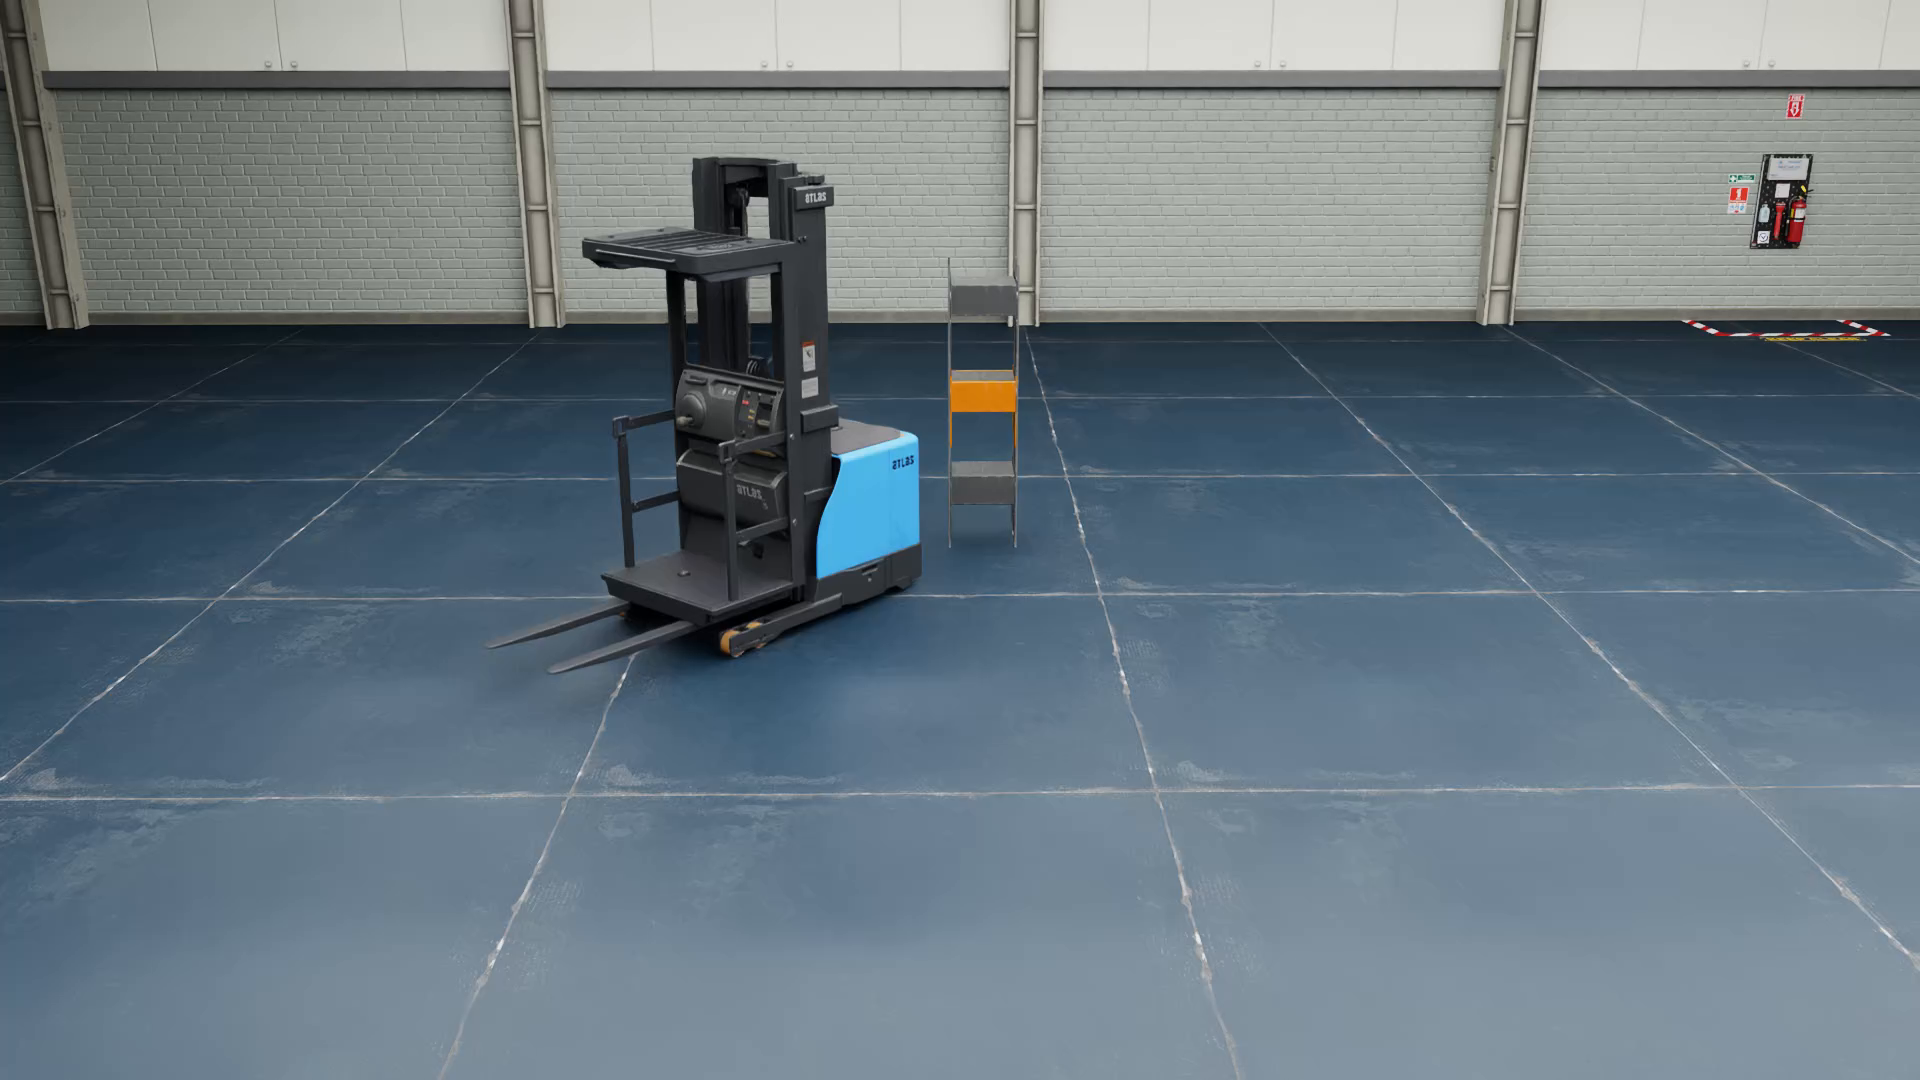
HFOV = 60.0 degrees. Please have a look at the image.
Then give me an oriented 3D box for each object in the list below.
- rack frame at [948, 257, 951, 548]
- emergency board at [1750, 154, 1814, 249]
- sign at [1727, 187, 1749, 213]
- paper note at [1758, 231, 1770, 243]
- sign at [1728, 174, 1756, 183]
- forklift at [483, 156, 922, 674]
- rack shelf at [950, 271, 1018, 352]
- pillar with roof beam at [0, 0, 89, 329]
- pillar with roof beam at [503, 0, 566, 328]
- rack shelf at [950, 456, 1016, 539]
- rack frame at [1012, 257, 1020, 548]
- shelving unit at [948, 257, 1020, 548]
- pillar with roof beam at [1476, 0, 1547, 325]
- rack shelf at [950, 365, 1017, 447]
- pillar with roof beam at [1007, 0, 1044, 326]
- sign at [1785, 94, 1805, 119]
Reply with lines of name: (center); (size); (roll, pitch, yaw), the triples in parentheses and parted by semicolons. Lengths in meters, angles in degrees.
rack frame: (-0.078, -0.999, 12.226); (0.015, 2.100, 0.400); (0, 18, -1)
emergency board: (10.327, -4.222, 20.799); (0.643, 1.169, 0.194); (0, 18, -1)
sign: (9.772, -4.268, 20.883); (0.234, 0.329, 0.001); (0, 18, -1)
paper note: (10.149, -3.823, 20.997); (0.142, 0.148, 0.016); (0, 18, -1)
sign: (9.777, -4.518, 20.794); (0.331, 0.109, 0.001); (0, 18, -1)
forklift: (-1.600, -0.843, 10.378); (1.130, 2.935, 3.031); (14, 23, 38)
rack shelf: (0.166, -1.654, 12.020); (0.480, 0.518, 0.431); (0, 18, -1)
pillar with roof beam: (-11.131, -5.649, 15.424); (0.400, 9.000, 9.100); (0, 18, -1)
pillar with roof beam: (-5.131, -5.678, 15.514); (0.400, 9.000, 9.100); (0, 18, -1)
rack shelf: (0.166, -0.321, 12.447); (0.480, 0.518, 0.431); (0, 18, -1)
rack frame: (0.409, -1.002, 12.233); (0.015, 2.100, 0.400); (0, 18, -1)
shelving unit: (0.166, -1.001, 12.229); (0.503, 2.100, 0.431); (0, 18, -1)
pillar with roof beam: (6.867, -5.735, 15.695); (0.400, 9.000, 9.100); (0, 18, -1)
rack shelf: (0.166, -0.988, 12.233); (0.480, 0.518, 0.431); (0, 18, -1)
pillar with roof beam: (0.868, -5.706, 15.604); (0.400, 9.000, 9.100); (0, 18, -1)
sign: (10.317, -5.356, 20.540); (0.199, 0.298, 0.001); (0, 18, -1)
